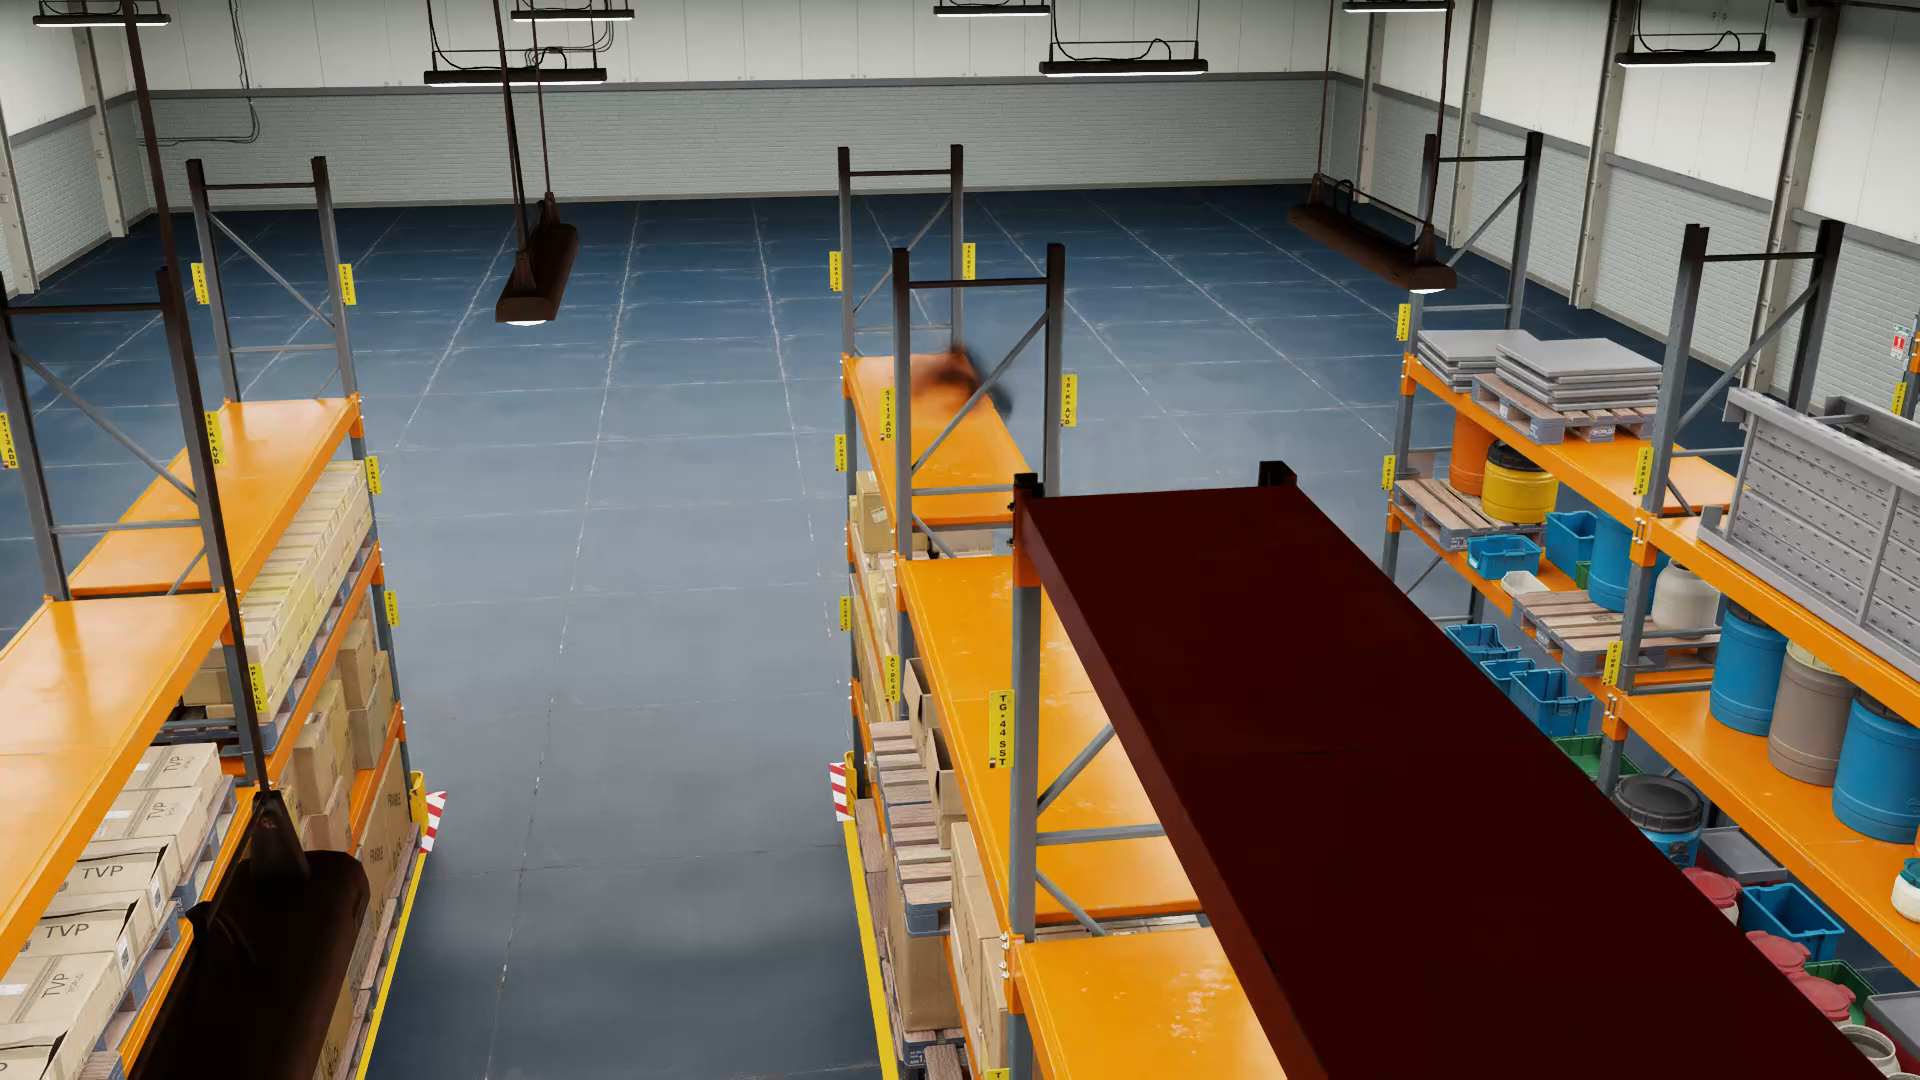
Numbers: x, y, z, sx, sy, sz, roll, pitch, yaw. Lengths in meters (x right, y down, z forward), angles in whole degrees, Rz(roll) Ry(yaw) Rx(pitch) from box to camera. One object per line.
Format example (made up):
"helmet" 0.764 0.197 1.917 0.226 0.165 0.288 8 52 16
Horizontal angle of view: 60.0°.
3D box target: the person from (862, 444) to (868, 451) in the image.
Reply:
"person" -0.883 -0.952 21.697 0.919 1.677 0.612 5 22 12
